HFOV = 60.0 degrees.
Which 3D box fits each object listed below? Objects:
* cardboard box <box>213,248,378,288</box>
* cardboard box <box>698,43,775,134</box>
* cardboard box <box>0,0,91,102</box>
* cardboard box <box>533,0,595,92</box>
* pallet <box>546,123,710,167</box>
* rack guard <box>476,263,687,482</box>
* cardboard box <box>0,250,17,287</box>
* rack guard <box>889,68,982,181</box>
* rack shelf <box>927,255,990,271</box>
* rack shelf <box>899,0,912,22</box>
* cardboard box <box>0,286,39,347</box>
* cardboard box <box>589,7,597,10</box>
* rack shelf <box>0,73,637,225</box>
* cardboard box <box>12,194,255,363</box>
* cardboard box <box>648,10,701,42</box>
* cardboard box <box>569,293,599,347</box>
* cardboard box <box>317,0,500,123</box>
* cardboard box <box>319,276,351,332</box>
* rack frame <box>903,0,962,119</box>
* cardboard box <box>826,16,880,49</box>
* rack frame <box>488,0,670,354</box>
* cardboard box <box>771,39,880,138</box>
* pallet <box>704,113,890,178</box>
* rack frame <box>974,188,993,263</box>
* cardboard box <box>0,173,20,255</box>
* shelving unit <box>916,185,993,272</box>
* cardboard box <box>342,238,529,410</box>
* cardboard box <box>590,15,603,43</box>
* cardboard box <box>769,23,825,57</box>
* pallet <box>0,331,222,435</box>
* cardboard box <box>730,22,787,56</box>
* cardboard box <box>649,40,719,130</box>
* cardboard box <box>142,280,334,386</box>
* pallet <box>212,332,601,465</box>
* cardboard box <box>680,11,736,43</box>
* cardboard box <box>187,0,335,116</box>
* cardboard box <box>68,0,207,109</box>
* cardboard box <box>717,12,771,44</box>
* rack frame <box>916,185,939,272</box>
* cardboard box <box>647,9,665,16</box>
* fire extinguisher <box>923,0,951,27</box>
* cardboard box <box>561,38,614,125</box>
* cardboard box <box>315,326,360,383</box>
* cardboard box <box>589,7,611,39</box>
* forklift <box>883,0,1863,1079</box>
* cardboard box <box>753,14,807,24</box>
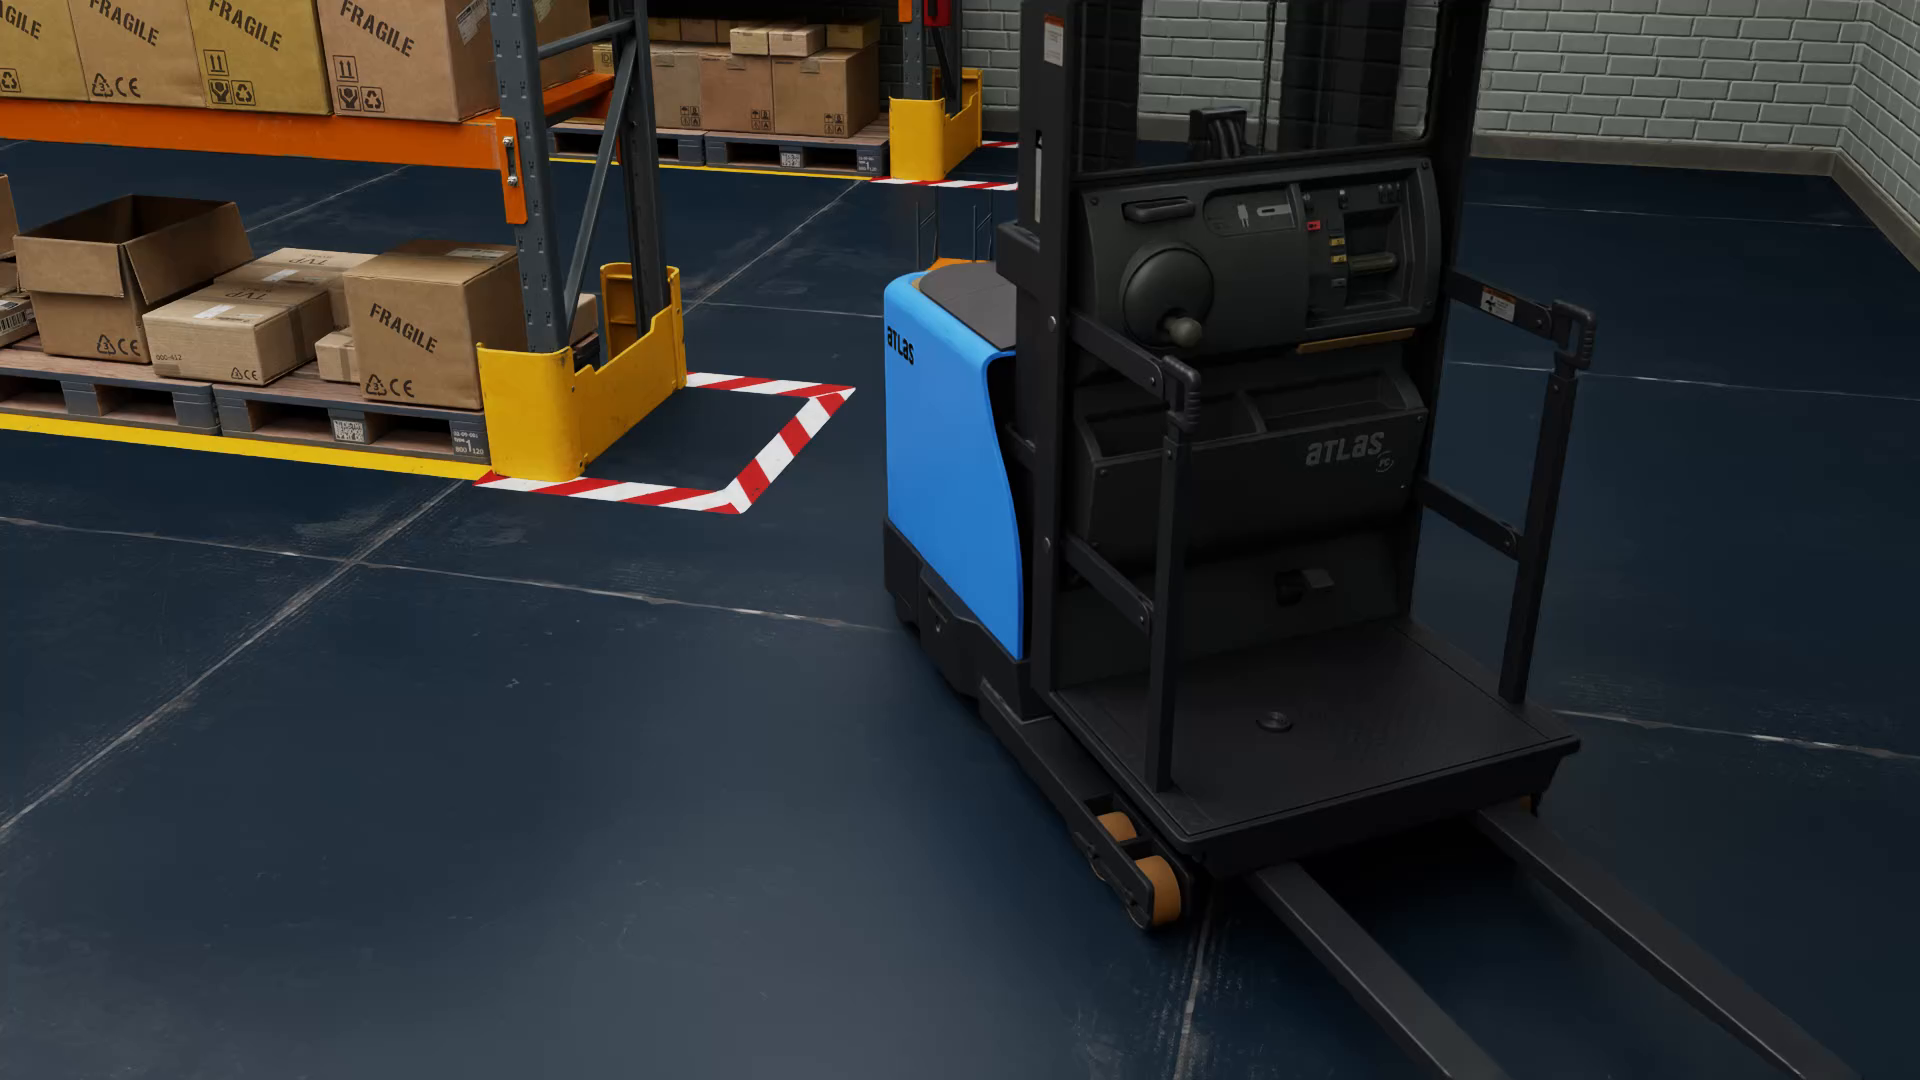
[{"bbox_3d":[-2.824,-1.057,7.167,0.500,0.250,0.500,6,26,13],"label":"cardboard box"},{"bbox_3d":[-1.357,-3.027,11.038,0.500,0.500,0.700,6,26,13],"label":"cardboard box"},{"bbox_3d":[-3.374,-1.960,6.261,0.500,0.500,0.500,6,26,12],"label":"cardboard box"},{"bbox_3d":[-1.764,-2.019,6.384,0.500,0.500,0.500,7,26,14],"label":"cardboard box"},{"bbox_3d":[-2.141,-2.804,11.395,1.213,0.211,1.003,6,26,13],"label":"pallet"},{"bbox_3d":[-1.473,-0.696,6.630,0.348,0.500,1.175,6,26,13],"label":"rack guard"},{"bbox_3d":[-3.925,-1.206,7.410,0.500,0.311,0.500,6,26,13],"label":"cardboard box"},{"bbox_3d":[-0.146,-2.748,10.940,0.348,0.500,1.175,6,26,13],"label":"rack guard"},{"bbox_3d":[-0.014,-0.828,5.360,0.180,0.103,0.258,6,26,13],"label":"rack shelf"},{"bbox_3d":[-2.107,-3.768,11.013,4.000,0.370,1.077,6,26,13],"label":"rack shelf"},{"bbox_3d":[-4.081,-0.941,7.020,0.250,0.166,0.380,6,26,13],"label":"cardboard box"},{"bbox_3d":[-2.670,-3.553,11.388,0.250,0.149,0.380,5,26,11],"label":"cardboard box"},{"bbox_3d":[-3.337,-1.706,6.680,4.000,0.370,1.077,6,26,13],"label":"rack shelf"},{"bbox_3d":[-3.453,-1.117,6.999,0.637,0.503,0.797,6,26,13],"label":"cardboard box"},{"bbox_3d":[-1.930,-3.471,11.216,0.250,0.149,0.380,7,26,14],"label":"cardboard box"},{"bbox_3d":[-1.720,-0.916,6.989,0.250,0.149,0.380,6,26,13],"label":"cardboard box"},{"bbox_3d":[-1.901,-1.796,5.917,0.500,0.500,0.500,7,26,15],"label":"cardboard box"},{"bbox_3d":[-2.340,-1.003,7.055,0.500,0.250,0.500,6,26,13],"label":"cardboard box"},{"bbox_3d":[-0.170,-3.879,10.408,0.127,3.000,1.000,6,26,13],"label":"rack frame"},{"bbox_3d":[-0.702,-3.336,10.933,0.250,0.149,0.380,6,26,13],"label":"cardboard box"},{"bbox_3d":[-1.400,-1.816,6.076,0.127,3.000,1.000,6,26,13],"label":"rack frame"},{"bbox_3d":[-0.873,-2.973,10.925,0.500,0.500,0.700,6,26,13],"label":"cardboard box"},{"bbox_3d":[-0.964,-2.673,11.119,1.213,0.211,1.003,6,26,13],"label":"pallet"},{"bbox_3d":[0.075,-0.533,5.475,0.006,1.200,0.240,6,26,13],"label":"rack frame"},{"bbox_3d":[-4.651,-1.372,7.538,0.500,0.500,0.500,6,26,13],"label":"cardboard box"},{"bbox_3d":[-0.014,-0.543,5.495,0.189,1.200,0.258,6,26,13],"label":"shelving unit"},{"bbox_3d":[-1.988,-0.842,6.425,0.500,0.500,0.500,6,26,13],"label":"cardboard box"},{"bbox_3d":[-2.553,-3.370,11.004,0.250,0.149,0.380,6,26,12],"label":"cardboard box"},{"bbox_3d":[-1.042,-3.204,10.655,0.250,0.149,0.380,6,26,12],"label":"cardboard box"},{"bbox_3d":[-3.424,-0.782,7.147,1.213,0.211,1.003,6,26,13],"label":"pallet"},{"bbox_3d":[-1.290,-3.231,10.712,0.250,0.149,0.380,7,26,14],"label":"cardboard box"},{"bbox_3d":[-1.844,-3.080,11.150,0.500,0.500,0.700,5,26,11],"label":"cardboard box"},{"bbox_3d":[-2.900,-0.843,6.719,0.500,0.250,0.500,6,26,13],"label":"cardboard box"},{"bbox_3d":[-2.246,-0.650,6.871,1.213,0.211,1.003,6,26,13],"label":"pallet"},{"bbox_3d":[-1.681,-3.444,11.159,0.250,0.149,0.380,7,26,14],"label":"cardboard box"},{"bbox_3d":[-2.405,-1.850,6.030,0.500,0.500,0.500,7,26,13],"label":"cardboard box"},{"bbox_3d":[-2.886,-1.906,6.147,0.500,0.500,0.500,7,26,13],"label":"cardboard box"},{"bbox_3d":[-1.435,-3.417,11.102,0.250,0.149,0.380,7,26,13],"label":"cardboard box"},{"bbox_3d":[-0.103,-0.553,5.516,0.006,1.200,0.240,6,26,13],"label":"rack frame"},{"bbox_3d":[-2.175,-3.498,11.273,0.250,0.149,0.380,6,26,12],"label":"cardboard box"},{"bbox_3d":[-0.139,-3.467,10.068,0.183,0.674,0.296,6,26,13],"label":"fire extinguisher"},{"bbox_3d":[-2.363,-3.134,11.264,0.500,0.500,0.700,7,26,14],"label":"cardboard box"},{"bbox_3d":[-2.358,-0.772,6.667,0.250,0.166,0.380,6,26,13],"label":"cardboard box"},{"bbox_3d":[-2.425,-3.526,11.331,0.250,0.149,0.380,7,26,14],"label":"cardboard box"},{"bbox_3d":[0.796,-0.631,3.665,1.130,2.935,3.031,-10,27,-20],"label":"forklift"},{"bbox_3d":[-1.192,-3.390,11.046,0.250,0.149,0.380,6,26,13],"label":"cardboard box"}]
